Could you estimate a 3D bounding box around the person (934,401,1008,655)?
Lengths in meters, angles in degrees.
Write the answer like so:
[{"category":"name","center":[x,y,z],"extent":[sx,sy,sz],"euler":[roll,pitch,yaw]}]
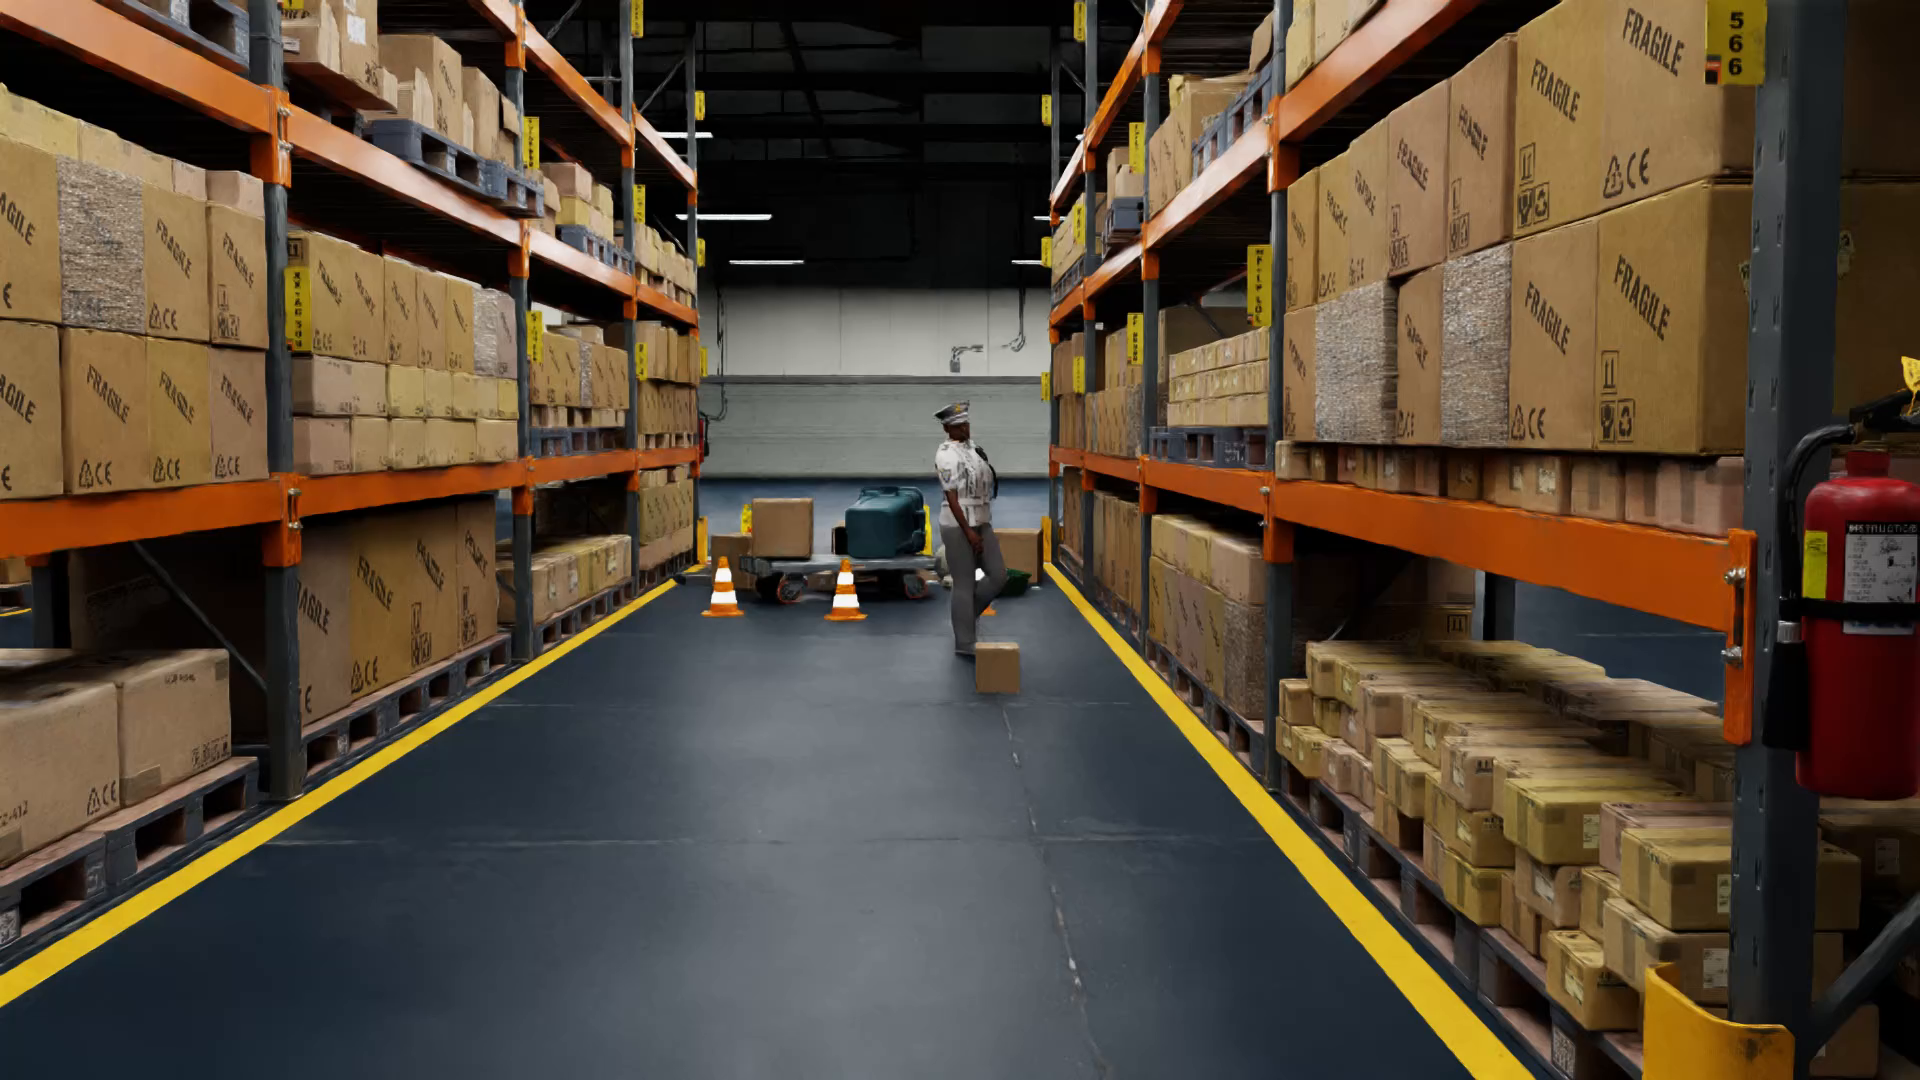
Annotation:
[{"category":"person","center":[0.057,-0.063,10.867],"extent":[0.410,1.649,0.570],"euler":[2,4,27]}]
